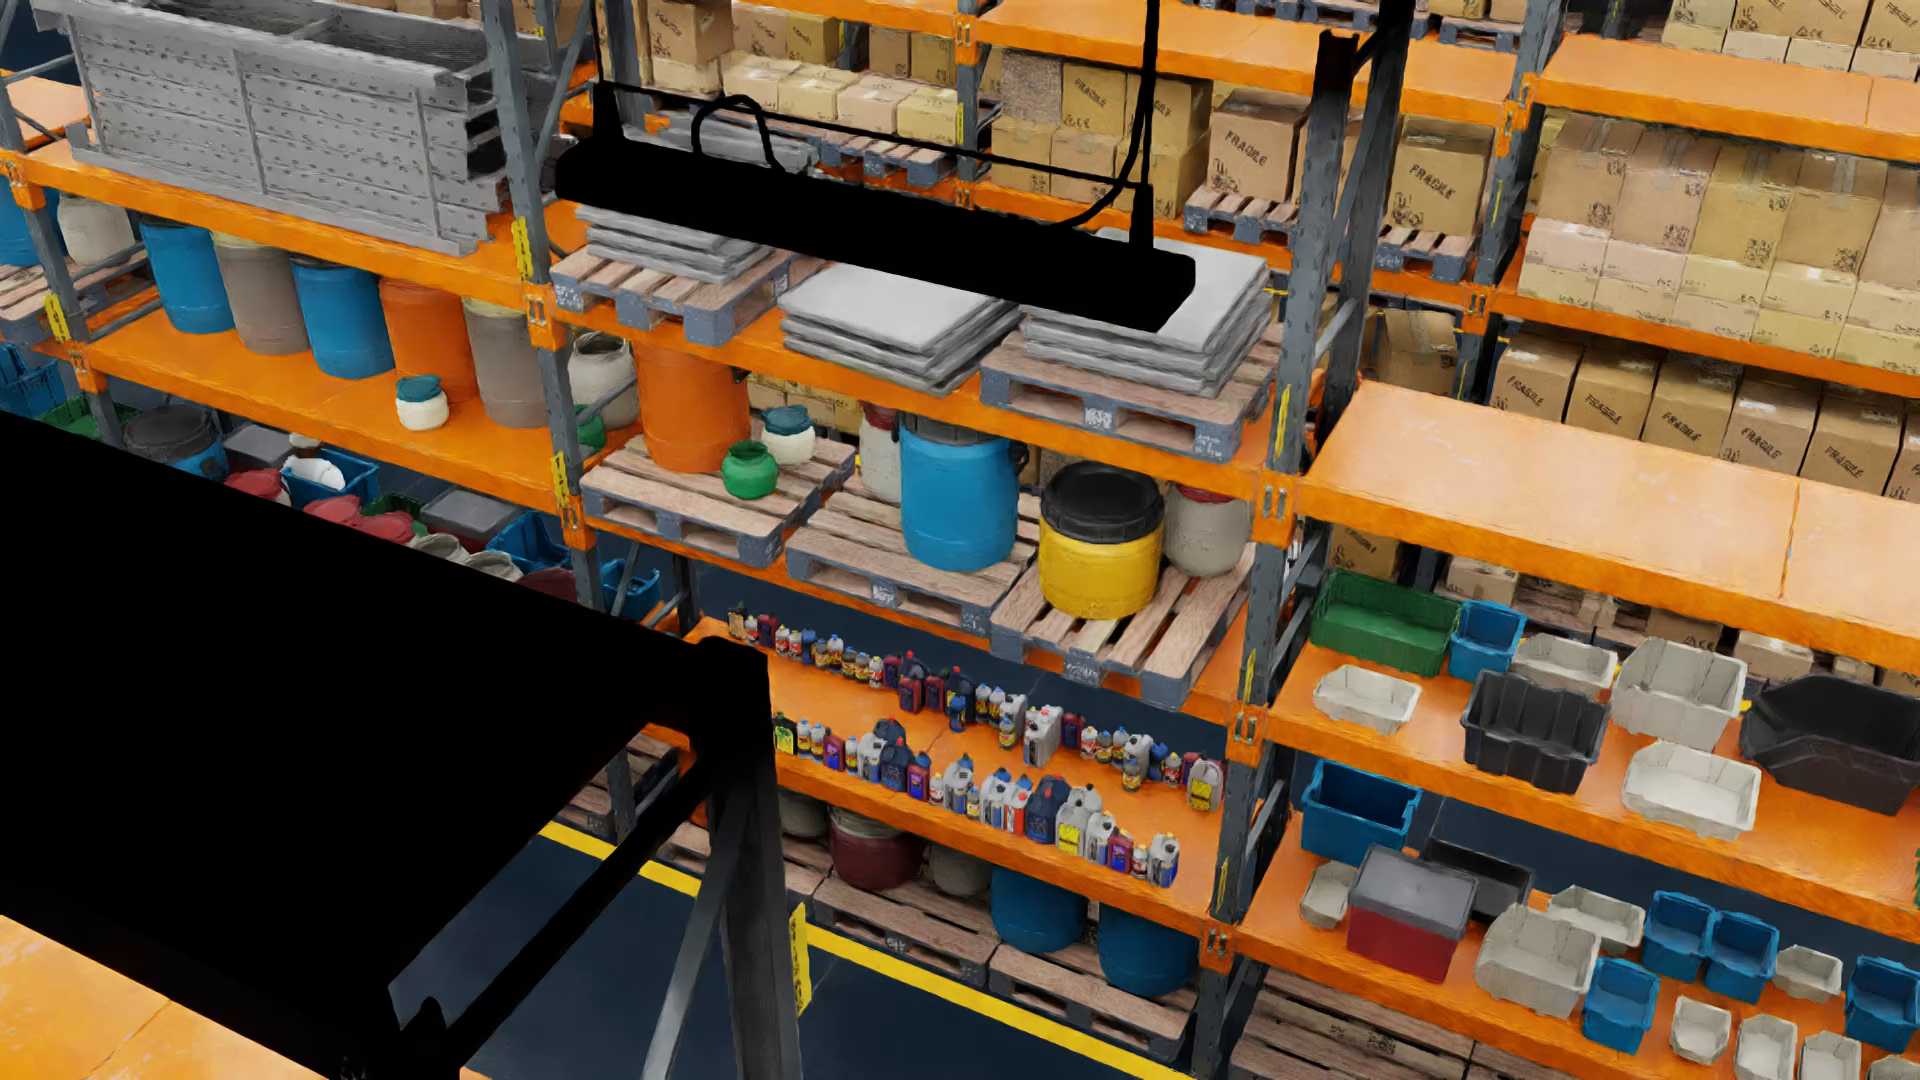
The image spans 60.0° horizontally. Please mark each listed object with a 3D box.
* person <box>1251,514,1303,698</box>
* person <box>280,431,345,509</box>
[{"bbox_3d":[2.208,0.506,11.660,0.582,1.682,0.364,3,35,4],"label":"person"},{"bbox_3d":[-4.603,-0.102,12.110,0.721,1.767,0.615,8,36,11],"label":"person"}]
